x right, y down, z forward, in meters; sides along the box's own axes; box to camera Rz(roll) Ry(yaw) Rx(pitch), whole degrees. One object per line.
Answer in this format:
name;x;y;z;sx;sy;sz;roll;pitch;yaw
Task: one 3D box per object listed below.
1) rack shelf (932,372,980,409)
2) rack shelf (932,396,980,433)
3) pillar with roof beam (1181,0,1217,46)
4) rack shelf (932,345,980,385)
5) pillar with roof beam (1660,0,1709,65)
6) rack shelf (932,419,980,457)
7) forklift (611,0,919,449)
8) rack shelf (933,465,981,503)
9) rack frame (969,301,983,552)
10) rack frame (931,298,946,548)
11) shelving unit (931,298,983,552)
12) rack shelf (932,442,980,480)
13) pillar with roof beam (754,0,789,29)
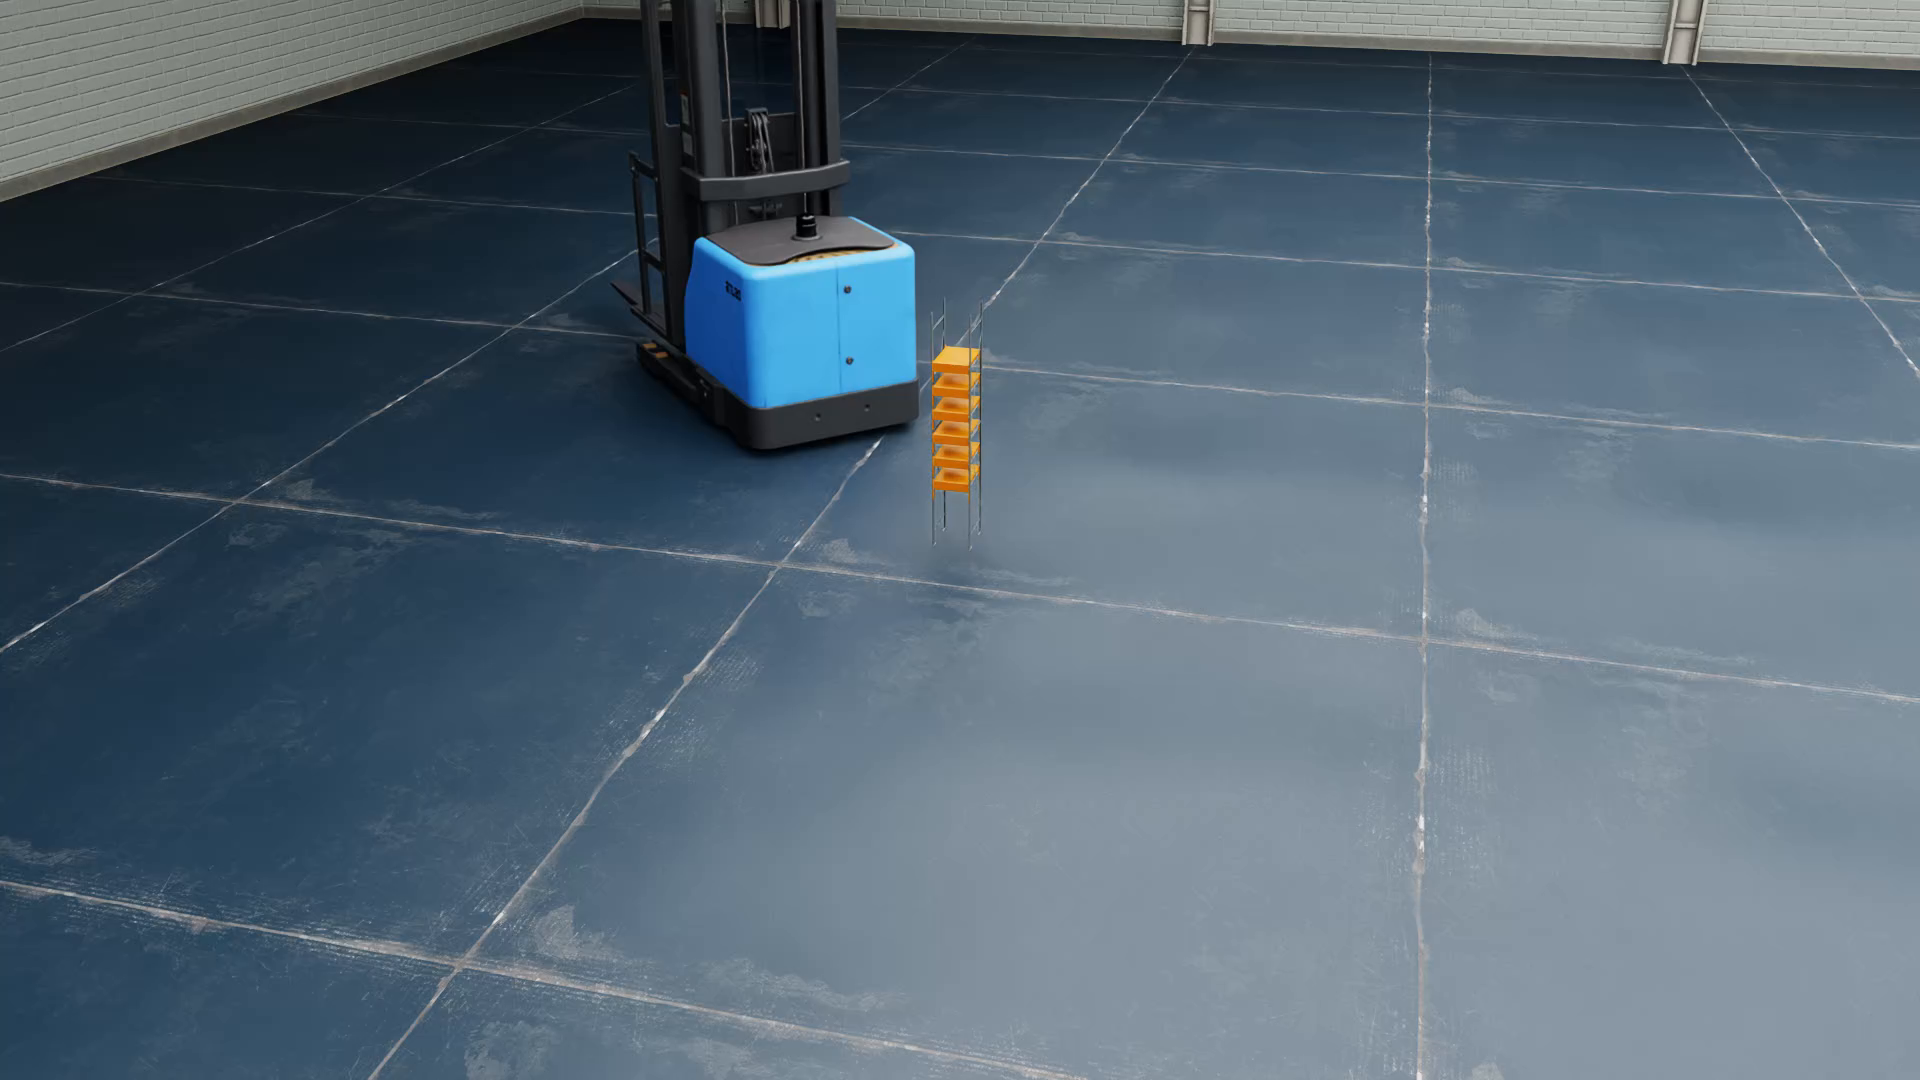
rack shelf;-0.014;-0.720;7.911;0.180;0.103;0.258;6;26;13
rack shelf;-0.014;-0.612;7.963;0.180;0.103;0.258;6;26;13
pillar with roof beam;2.095;-8.884;16.443;0.400;9.000;9.100;6;26;13
rack shelf;-0.014;-0.828;7.860;0.180;0.103;0.258;6;26;13
pillar with roof beam;7.906;-8.242;15.093;0.400;9.000;9.100;6;26;13
rack shelf;-0.014;-0.503;8.014;0.180;0.103;0.258;6;26;13
forklift;-1.389;-2.416;9.916;1.130;2.935;3.031;-13;29;-26
rack shelf;-0.014;-0.286;8.118;0.180;0.103;0.258;6;26;13
rack frame;0.075;-0.533;7.975;0.006;1.200;0.240;6;26;13
rack frame;-0.103;-0.553;8.016;0.006;1.200;0.240;6;26;13
shelving unit;-0.014;-0.543;7.995;0.189;1.200;0.258;6;26;13
rack shelf;-0.014;-0.395;8.066;0.180;0.103;0.258;6;26;13
pillar with roof beam;-3.716;-9.527;17.792;0.400;9.000;9.100;6;26;13
